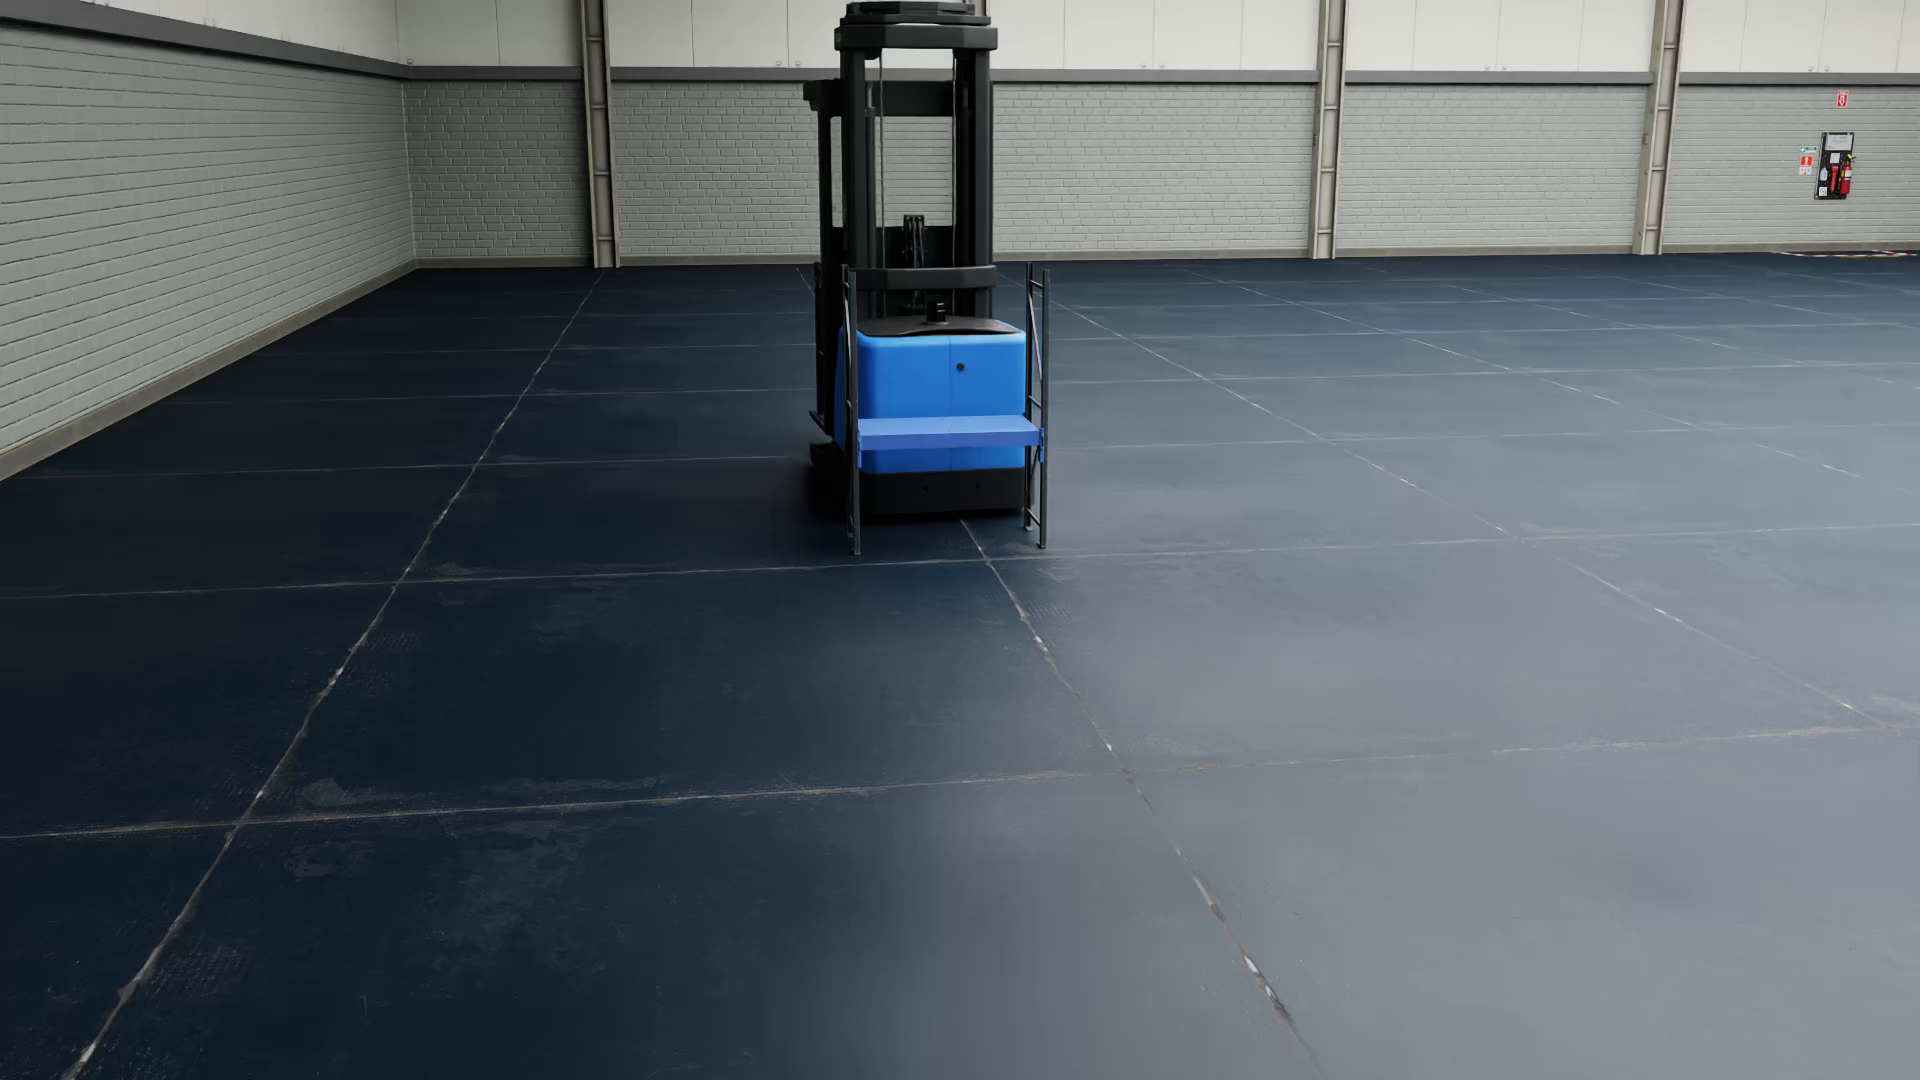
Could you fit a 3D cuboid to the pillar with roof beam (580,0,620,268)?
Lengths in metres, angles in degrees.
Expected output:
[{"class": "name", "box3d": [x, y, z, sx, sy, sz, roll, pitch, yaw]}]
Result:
[{"class": "pillar with roof beam", "box3d": [-5.038, -7.729, 21.543, 0.400, 9.000, 9.100, -2, 14, -8]}]

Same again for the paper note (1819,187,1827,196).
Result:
[{"class": "paper note", "box3d": [15.418, -6.227, 29.697, 0.142, 0.148, 0.016, -2, 14, -8]}]

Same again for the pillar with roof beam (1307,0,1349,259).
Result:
[{"class": "pillar with roof beam", "box3d": [6.828, -8.164, 23.277, 0.400, 9.000, 9.100, -2, 14, -8]}]

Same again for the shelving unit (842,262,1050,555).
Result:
[{"class": "shelving unit", "box3d": [-0.084, -0.724, 9.027, 1.048, 1.500, 0.538, -2, 14, -8]}]

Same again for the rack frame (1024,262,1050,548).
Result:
[{"class": "rack frame", "box3d": [0.418, -0.743, 9.101, 0.032, 1.500, 0.500, -2, 14, -8]}]

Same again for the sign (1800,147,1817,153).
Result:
[{"class": "sign", "box3d": [15.047, -6.921, 29.492, 0.331, 0.109, 0.001, -2, 14, -8]}]

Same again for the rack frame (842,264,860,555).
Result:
[{"class": "rack frame", "box3d": [-0.587, -0.706, 8.954, 0.032, 1.500, 0.500, -2, 14, -8]}]

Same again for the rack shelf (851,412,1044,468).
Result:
[{"class": "rack shelf", "box3d": [-0.084, -0.550, 9.071, 1.000, 0.185, 0.538, -2, 14, -8]}]

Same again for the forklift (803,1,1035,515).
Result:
[{"class": "forklift", "box3d": [-0.388, -1.876, 10.675, 1.130, 2.935, 3.031, -3, 14, -12]}]

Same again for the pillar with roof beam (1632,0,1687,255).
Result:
[{"class": "pillar with roof beam", "box3d": [12.761, -8.382, 24.144, 0.400, 9.000, 9.100, -2, 14, -8]}]

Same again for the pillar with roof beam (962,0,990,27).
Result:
[{"class": "pillar with roof beam", "box3d": [0.895, -7.947, 22.410, 0.400, 9.000, 9.100, -2, 14, -8]}]

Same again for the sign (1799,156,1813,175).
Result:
[{"class": "sign", "box3d": [15.041, -6.666, 29.564, 0.234, 0.329, 0.001, -2, 14, -8]}]

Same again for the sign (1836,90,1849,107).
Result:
[{"class": "sign", "box3d": [15.580, -7.792, 29.362, 0.199, 0.298, 0.001, -2, 14, -8]}]

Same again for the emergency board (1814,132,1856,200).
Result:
[{"class": "emergency board", "box3d": [15.603, -6.644, 29.549, 0.643, 1.169, 0.194, -2, 14, -8]}]
